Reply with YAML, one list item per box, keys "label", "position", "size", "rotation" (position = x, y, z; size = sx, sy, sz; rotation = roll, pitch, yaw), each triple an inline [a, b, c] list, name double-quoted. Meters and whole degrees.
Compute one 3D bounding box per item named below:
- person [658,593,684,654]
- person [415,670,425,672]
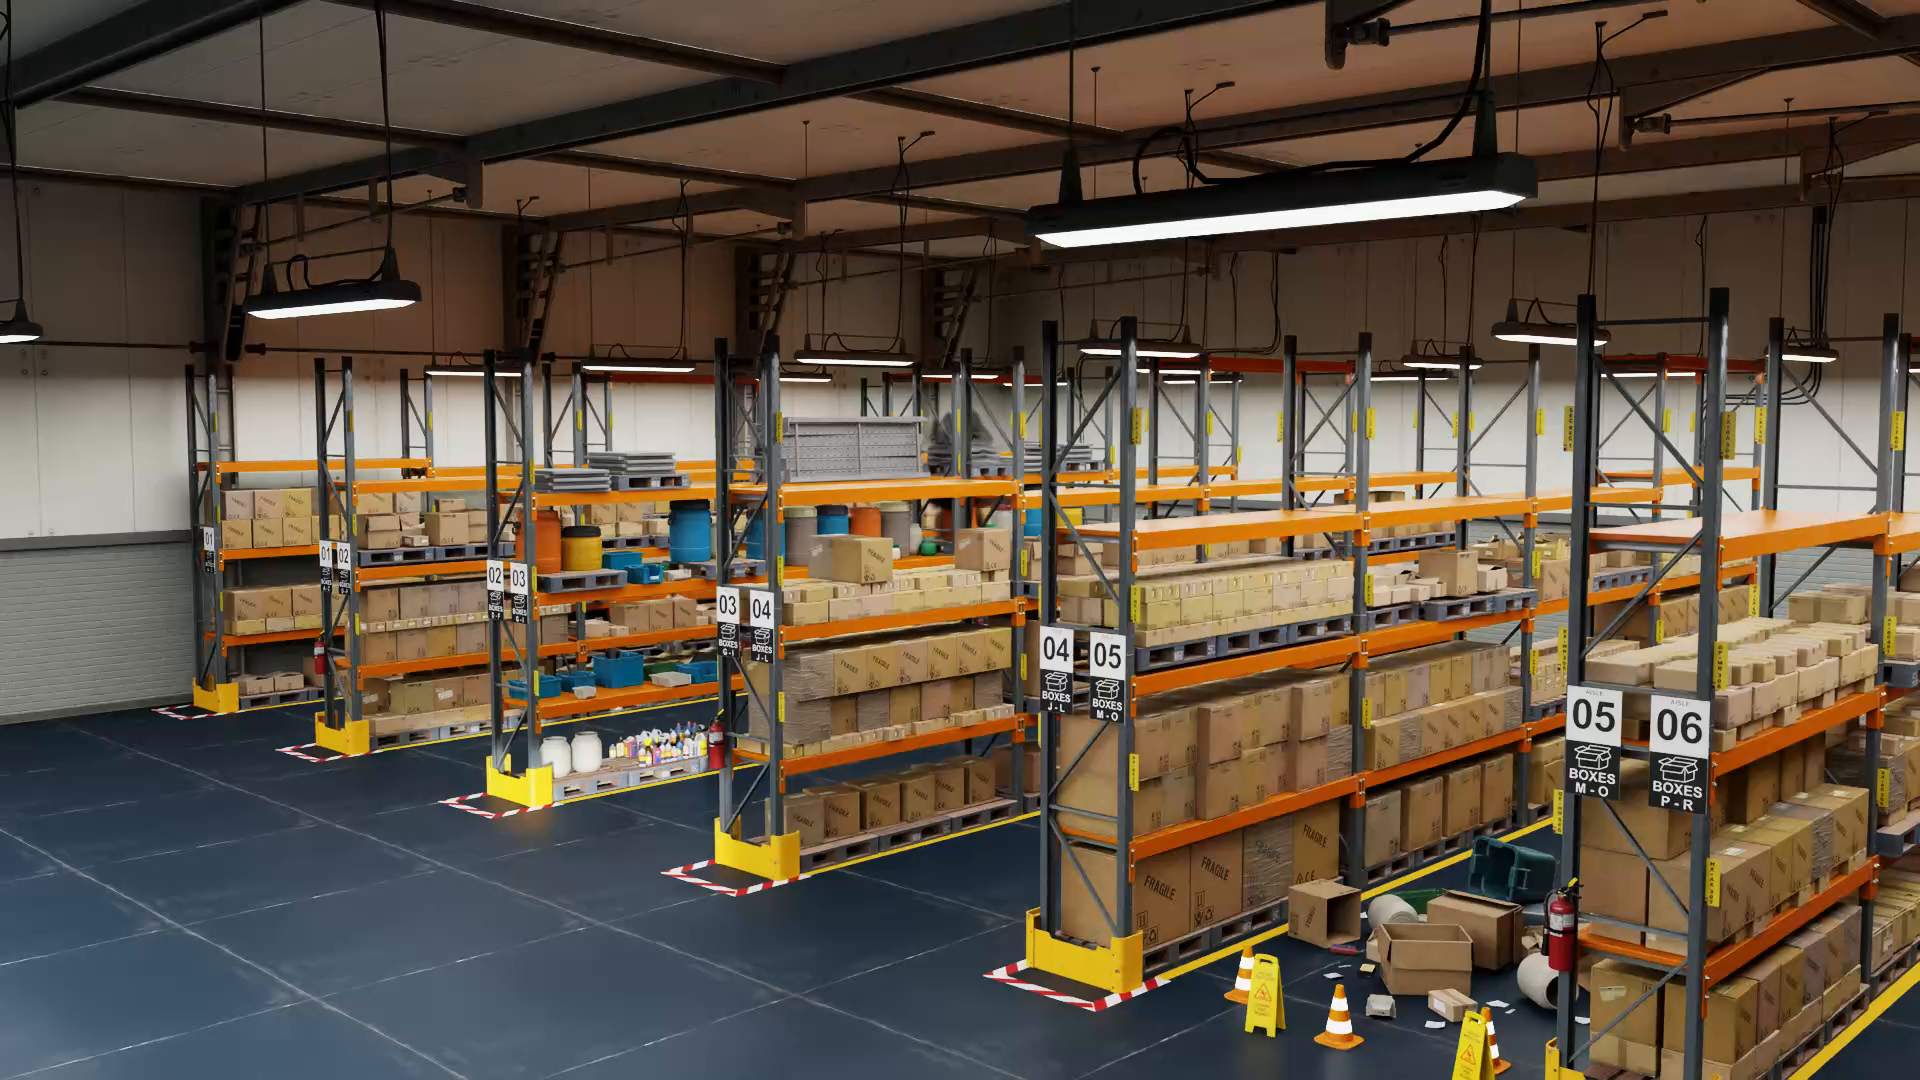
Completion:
- label: "person"
  position: [-5.792, 1.716, 33.376]
  size: [0.649, 1.781, 0.694]
  rotation: [2, 5, 28]
- label: "person"
  position: [-9.225, 2.170, 28.484]
  size: [0.574, 1.640, 0.939]
  rotation: [2, 5, 28]
